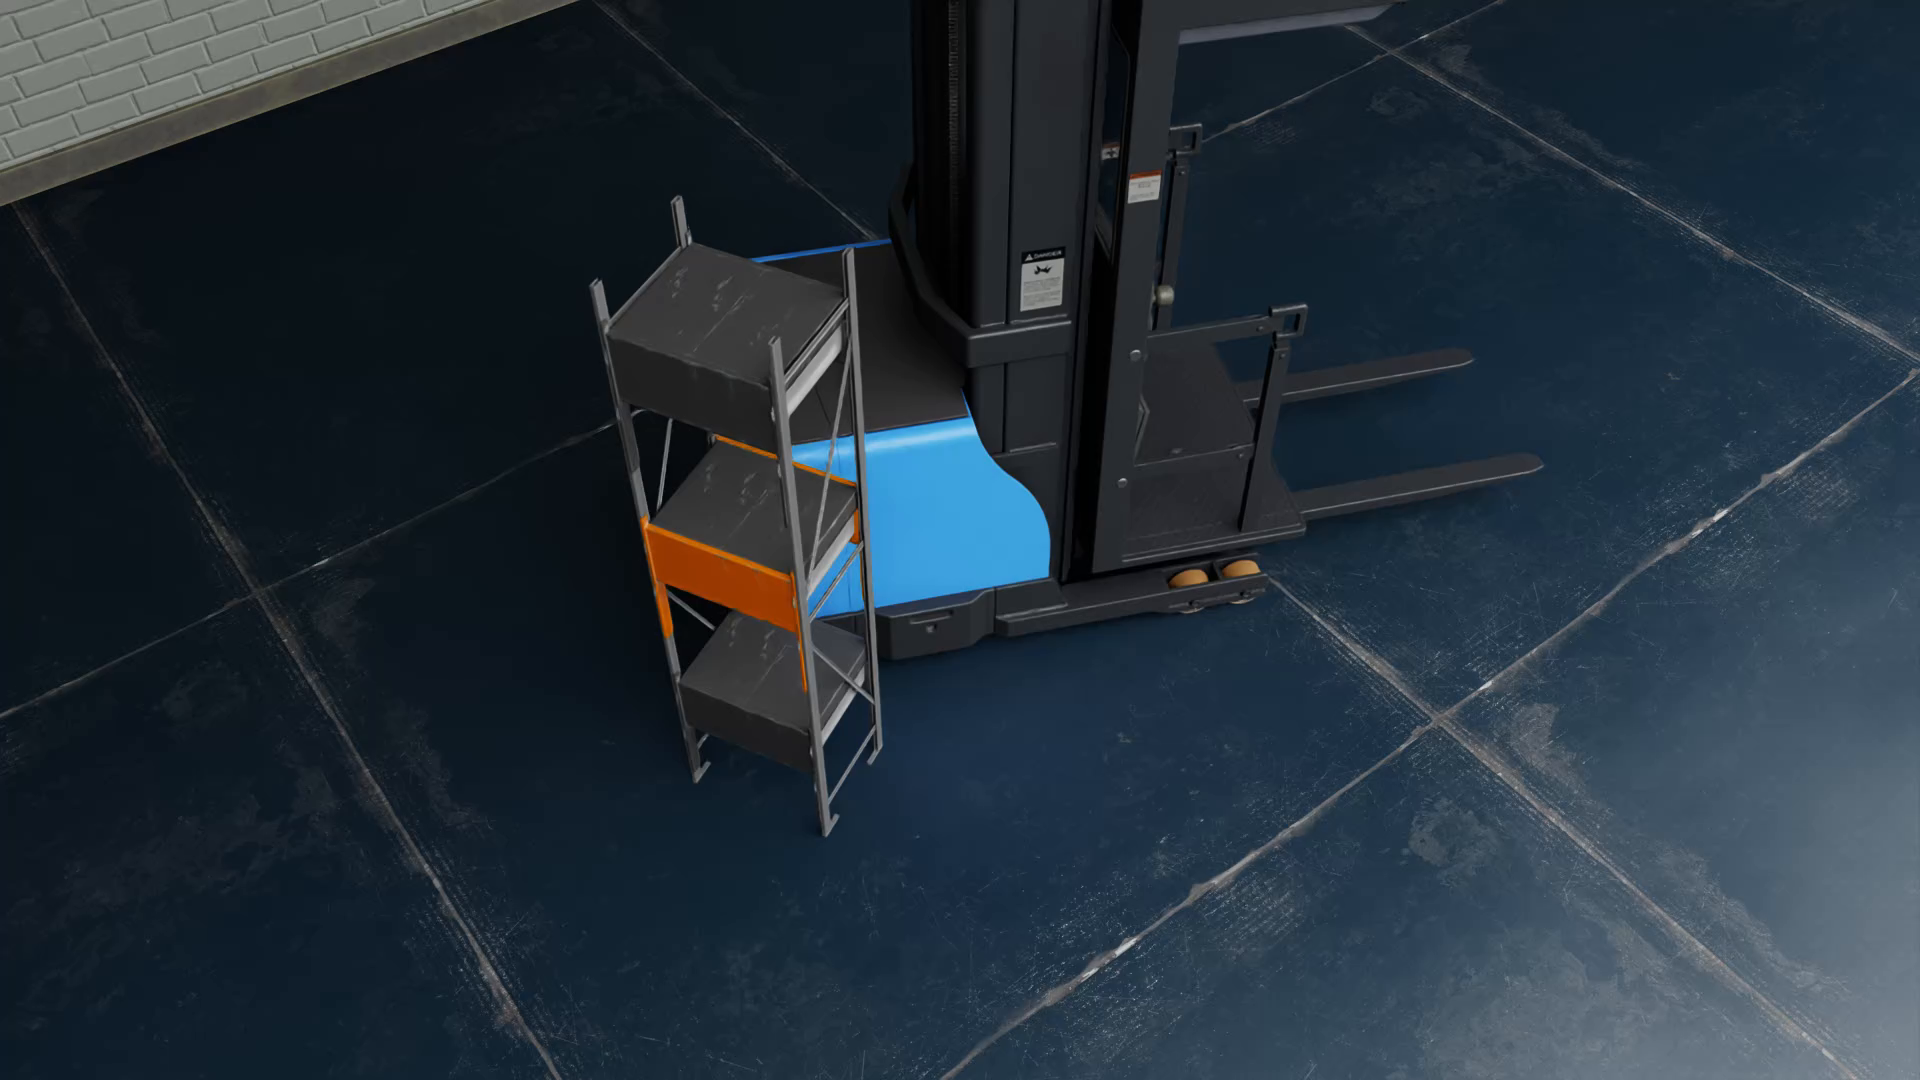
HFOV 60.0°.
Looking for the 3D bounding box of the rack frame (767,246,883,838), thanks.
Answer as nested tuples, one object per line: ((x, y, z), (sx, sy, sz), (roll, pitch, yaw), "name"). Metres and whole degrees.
((-0.353, 0.123, 4.721), (0.015, 2.100, 0.400), (19, 51, 17), "rack frame")

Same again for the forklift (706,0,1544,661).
((0.629, -1.094, 5.263), (3.031, 2.935, 1.130), (-10, 49, -9), "forklift")

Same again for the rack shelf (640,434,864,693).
((-0.573, 0.055, 4.801), (0.480, 0.518, 0.431), (19, 51, 17), "rack shelf")

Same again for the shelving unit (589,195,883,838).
((-0.573, 0.045, 4.791), (0.503, 2.100, 0.431), (19, 51, 17), "shelving unit")

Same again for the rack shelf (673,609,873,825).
((-0.574, 0.525, 5.320), (0.480, 0.518, 0.431), (19, 51, 17), "rack shelf")

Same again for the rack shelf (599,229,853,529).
((-0.573, -0.416, 4.283), (0.480, 0.518, 0.431), (19, 51, 17), "rack shelf")

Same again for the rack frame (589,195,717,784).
((-0.794, -0.032, 4.861), (0.015, 2.100, 0.400), (19, 51, 17), "rack frame")
